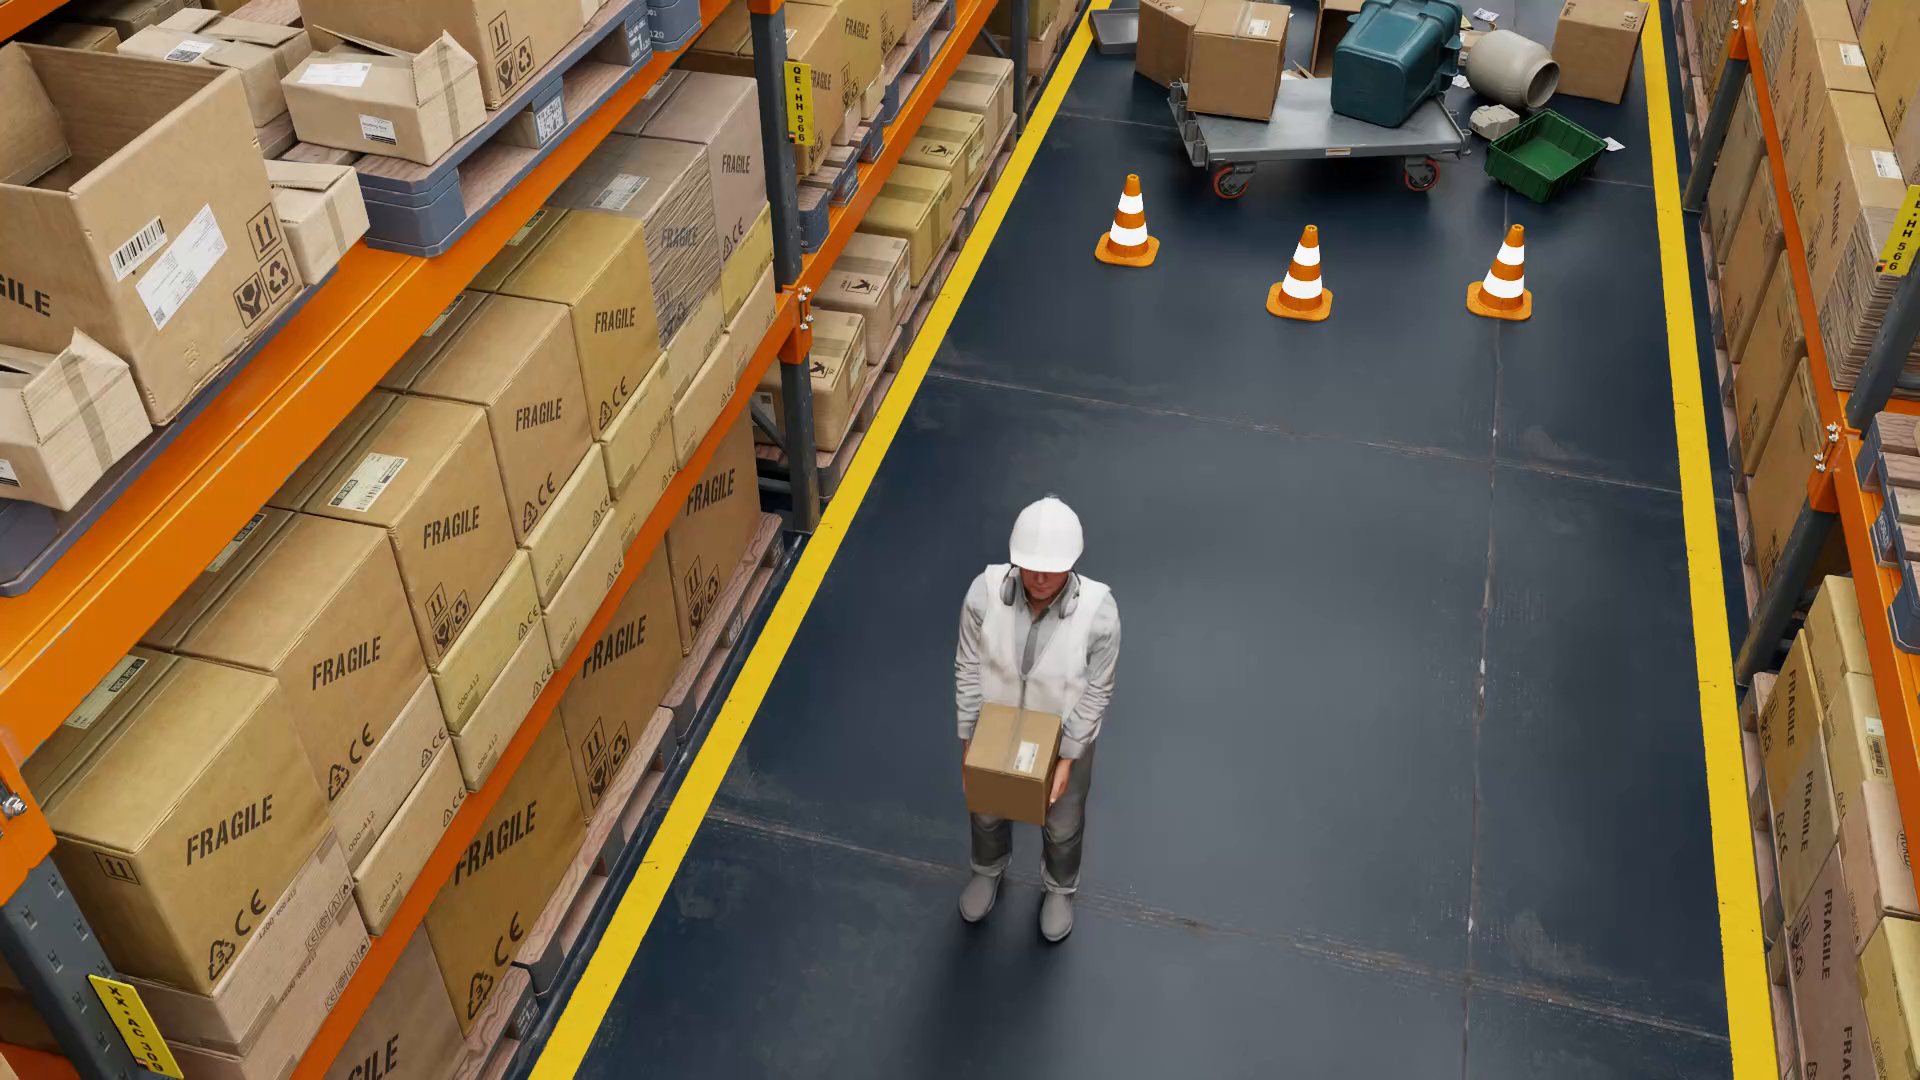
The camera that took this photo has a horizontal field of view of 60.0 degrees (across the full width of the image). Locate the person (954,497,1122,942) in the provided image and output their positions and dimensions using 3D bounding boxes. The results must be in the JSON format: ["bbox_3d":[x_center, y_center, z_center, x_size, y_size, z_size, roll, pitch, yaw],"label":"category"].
[{"bbox_3d":[0.222,0.654,5.377,0.514,1.775,0.542,10,42,11],"label":"person"}]
